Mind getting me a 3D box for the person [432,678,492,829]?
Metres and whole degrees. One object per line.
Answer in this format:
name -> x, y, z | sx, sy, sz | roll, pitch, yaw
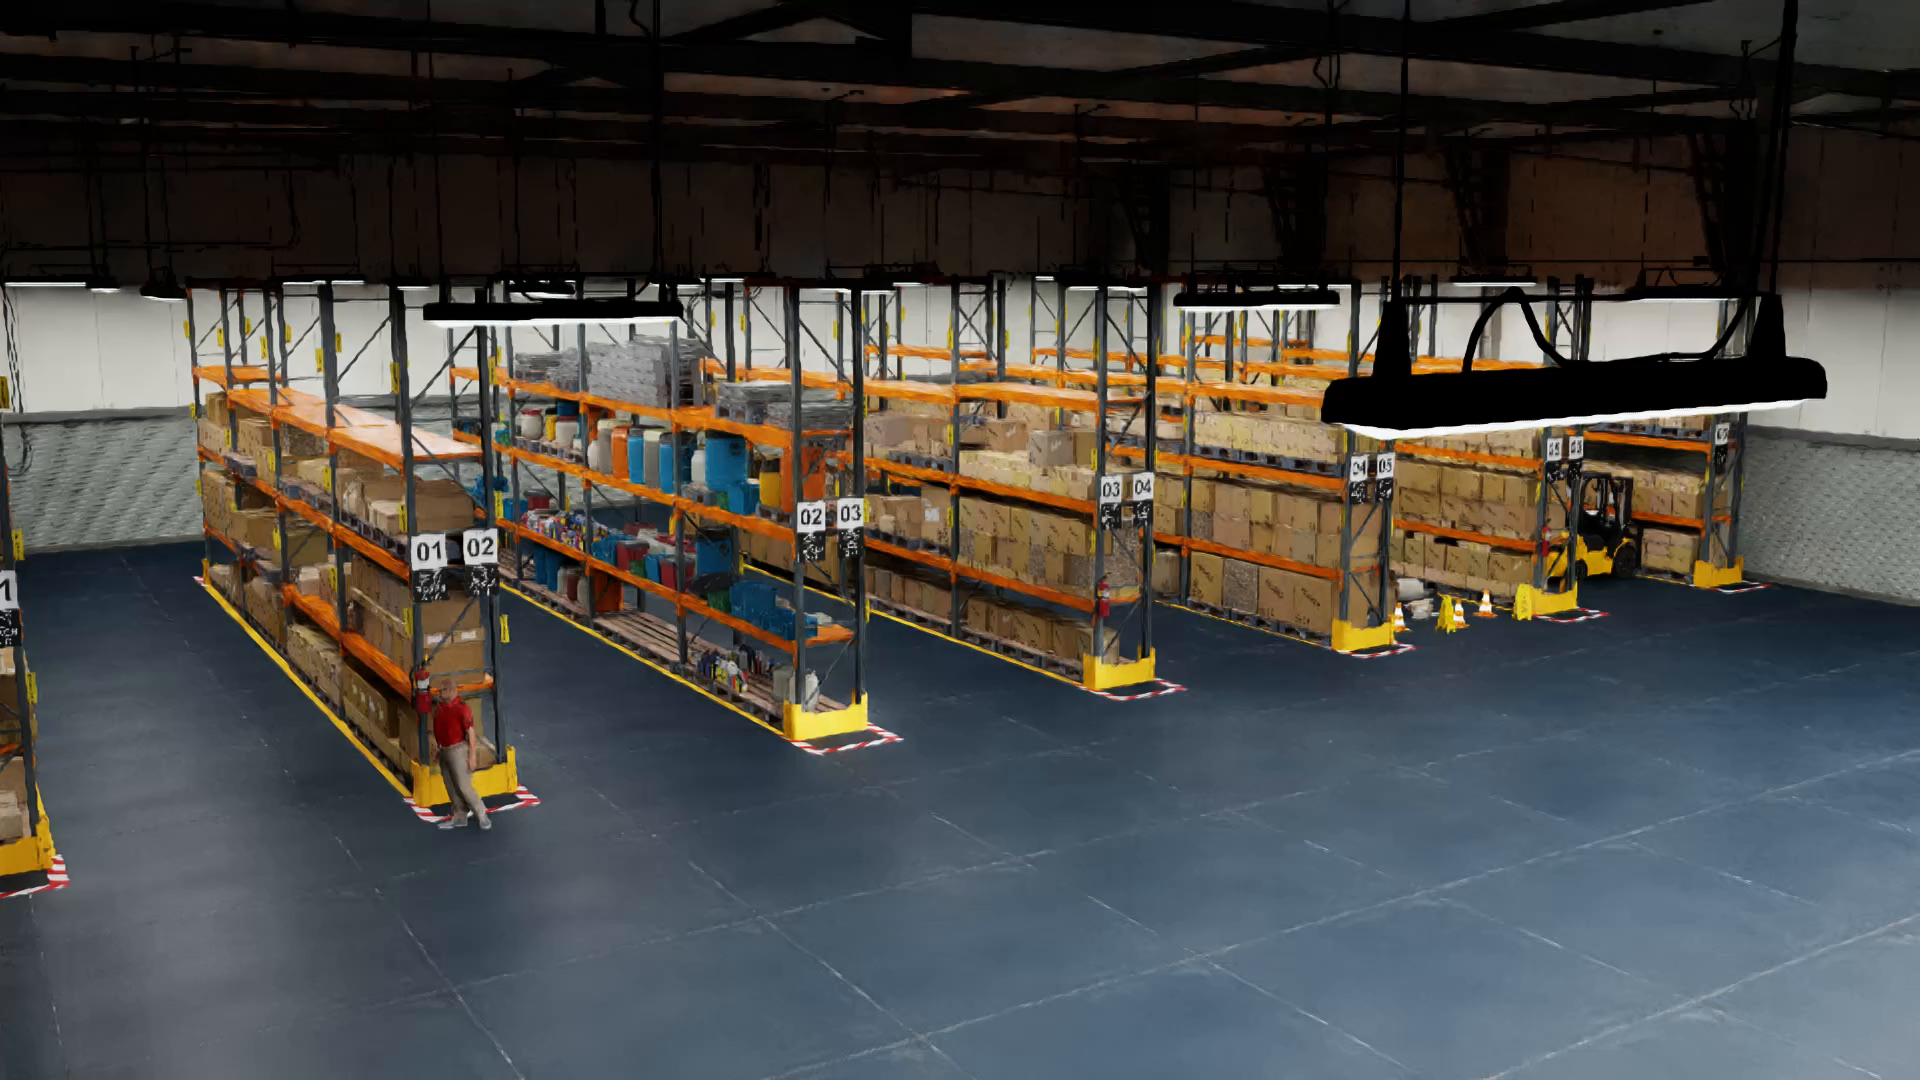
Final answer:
person -> -5.609, 2.390, 18.643 | 0.697, 1.723, 0.480 | 8, 12, 38
